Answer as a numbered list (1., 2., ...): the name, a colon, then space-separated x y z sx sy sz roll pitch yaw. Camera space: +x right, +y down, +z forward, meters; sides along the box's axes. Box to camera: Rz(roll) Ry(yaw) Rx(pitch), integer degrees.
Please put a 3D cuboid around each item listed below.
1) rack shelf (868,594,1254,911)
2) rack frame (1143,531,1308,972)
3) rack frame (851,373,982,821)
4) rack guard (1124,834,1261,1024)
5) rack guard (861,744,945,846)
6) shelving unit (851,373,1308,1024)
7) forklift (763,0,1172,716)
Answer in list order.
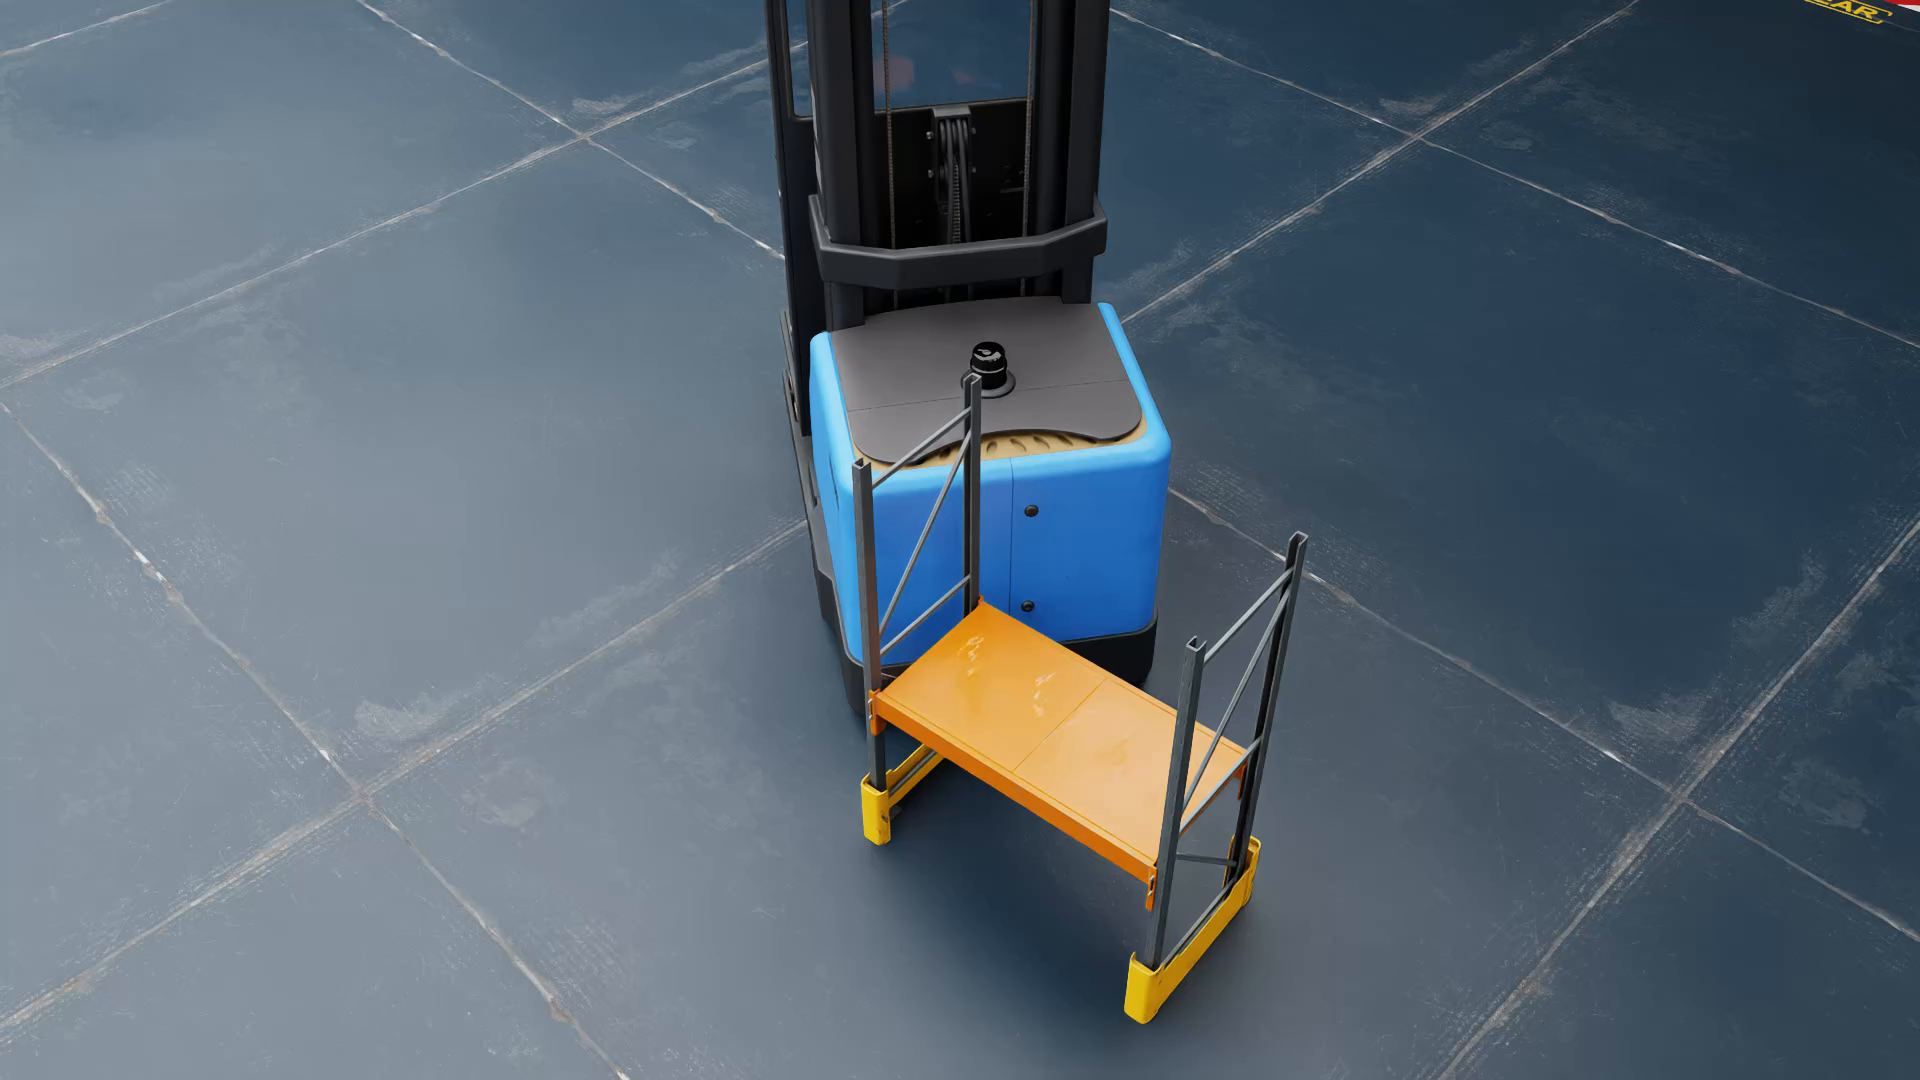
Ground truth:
1. rack shelf: 0.286 0.581 4.781 1.000 0.185 0.538 29 50 28
2. rack frame: 0.681 0.666 4.424 0.032 1.500 0.500 29 50 28
3. rack frame: -0.109 0.232 4.894 0.032 1.500 0.500 29 50 28
4. rack guard: 0.680 1.124 4.849 0.087 0.250 0.587 29 50 28
5. rack guard: -0.094 0.699 5.309 0.087 0.250 0.587 29 50 28
6. shelving unit: 0.293 0.453 4.655 1.083 1.500 0.587 29 50 28
7. forklift: -0.114 -1.497 5.711 1.130 2.935 3.031 -7 43 -8
